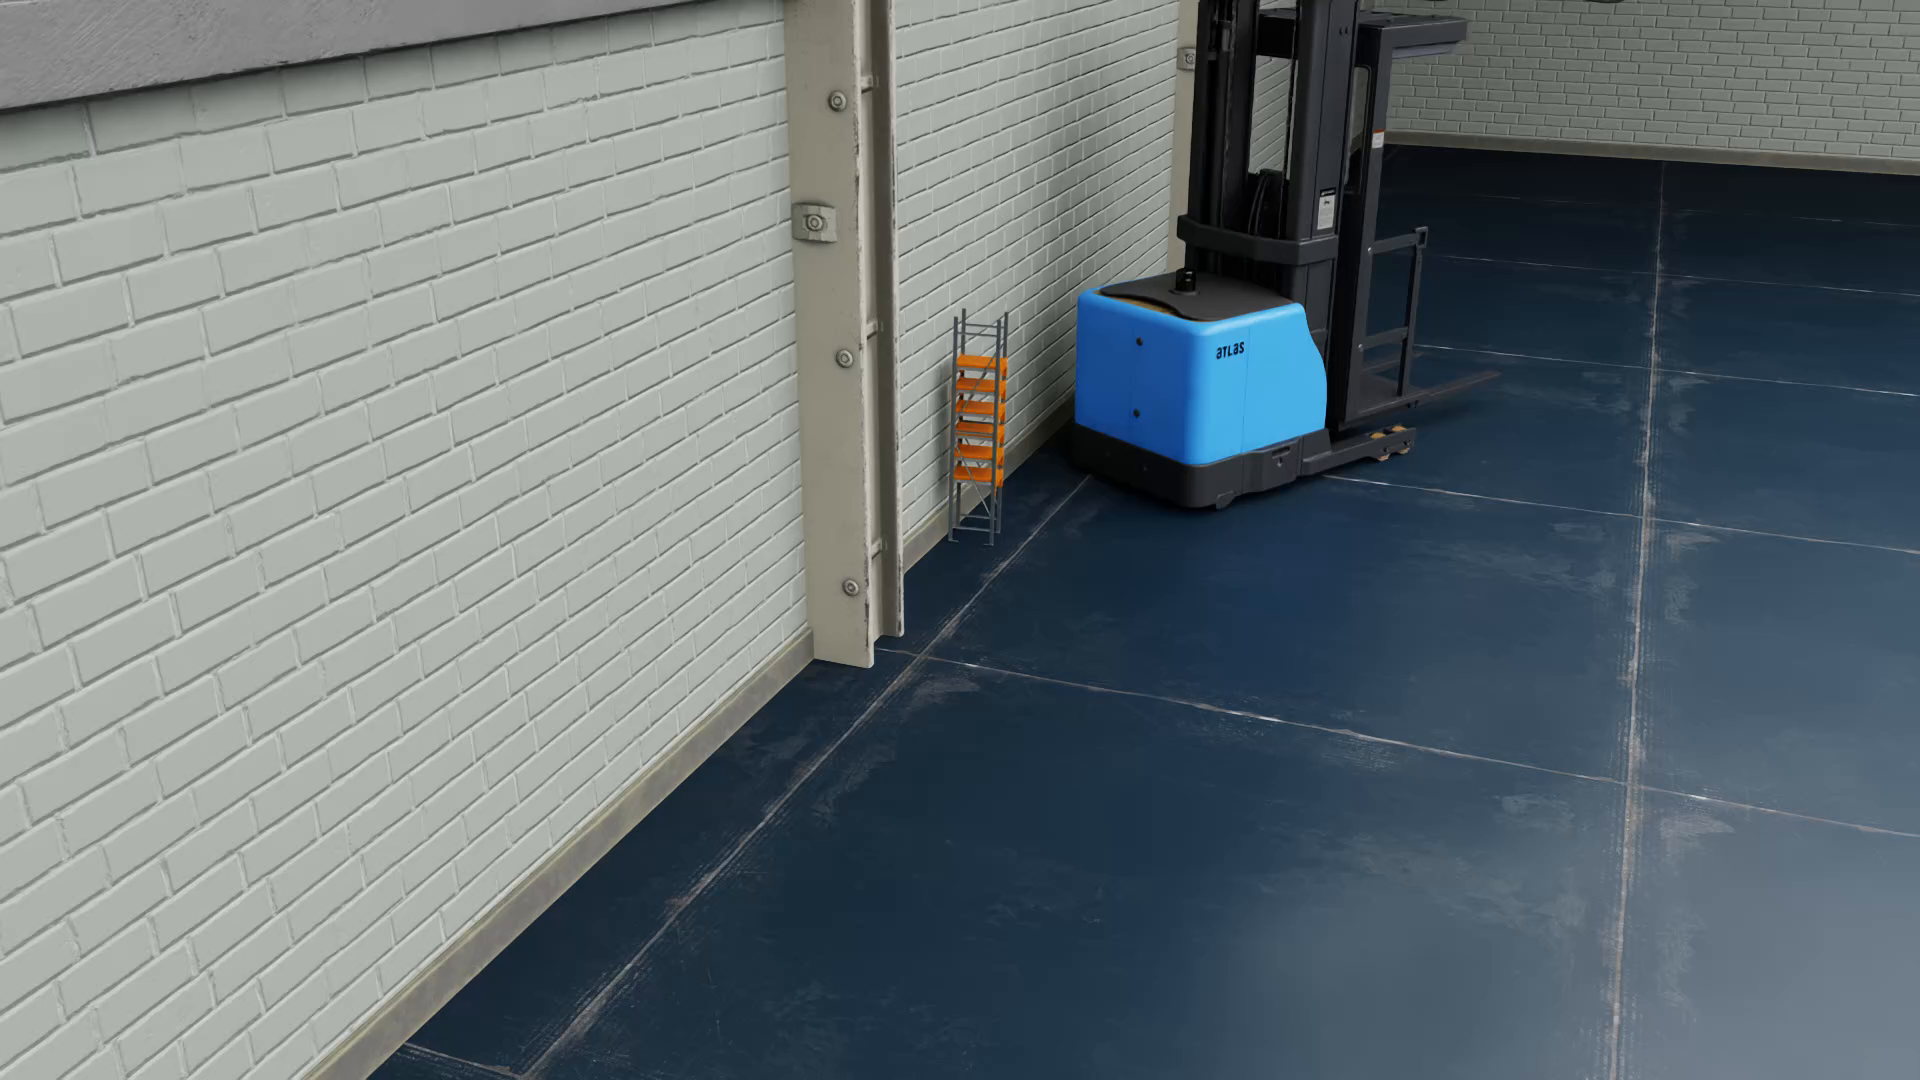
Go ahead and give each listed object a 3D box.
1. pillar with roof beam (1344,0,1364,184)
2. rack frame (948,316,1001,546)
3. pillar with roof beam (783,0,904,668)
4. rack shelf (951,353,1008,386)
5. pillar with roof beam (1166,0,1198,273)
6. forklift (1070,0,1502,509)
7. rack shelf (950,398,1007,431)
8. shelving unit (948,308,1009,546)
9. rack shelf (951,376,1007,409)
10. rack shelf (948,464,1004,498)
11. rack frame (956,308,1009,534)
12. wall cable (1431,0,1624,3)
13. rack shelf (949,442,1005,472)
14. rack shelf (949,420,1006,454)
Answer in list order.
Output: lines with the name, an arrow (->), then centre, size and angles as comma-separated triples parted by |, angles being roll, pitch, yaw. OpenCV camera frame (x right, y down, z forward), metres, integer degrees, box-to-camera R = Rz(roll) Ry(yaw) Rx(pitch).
pillar with roof beam -> 7.981, -7.353, 14.677 | 9.100, 9.000, 0.400 | 9, 24, 20
rack frame -> 0.071, -0.541, 8.468 | 0.240, 1.200, 0.006 | 6, 22, 11
pillar with roof beam -> 3.524, -3.058, 4.397 | 9.100, 9.000, 0.400 | 9, 24, 20
rack shelf -> 0.100, -0.867, 8.437 | 0.258, 0.103, 0.180 | 6, 22, 11
pillar with roof beam -> 5.753, -5.206, 9.537 | 9.100, 9.000, 0.400 | 9, 24, 20
forklift -> 2.112, -1.964, 9.649 | 3.031, 2.935, 1.130 | -17, 28, -35
rack shelf -> 0.093, -0.644, 8.524 | 0.258, 0.103, 0.180 | 6, 22, 11
shelving unit -> 0.091, -0.573, 8.551 | 0.258, 1.200, 0.189 | 6, 22, 11
rack shelf -> 0.097, -0.755, 8.480 | 0.258, 0.103, 0.180 | 6, 22, 11
rack shelf -> 0.084, -0.308, 8.655 | 0.258, 0.103, 0.180 | 6, 22, 11
rack frame -> 0.111, -0.605, 8.635 | 0.240, 1.200, 0.006 | 6, 22, 11
wall cable -> 6.306, -7.401, 18.822 | 3.097, 2.526, 0.112 | 9, 24, 20
rack shelf -> 0.087, -0.420, 8.611 | 0.258, 0.103, 0.180 | 6, 22, 11
rack shelf -> 0.090, -0.532, 8.568 | 0.258, 0.103, 0.180 | 6, 22, 11
